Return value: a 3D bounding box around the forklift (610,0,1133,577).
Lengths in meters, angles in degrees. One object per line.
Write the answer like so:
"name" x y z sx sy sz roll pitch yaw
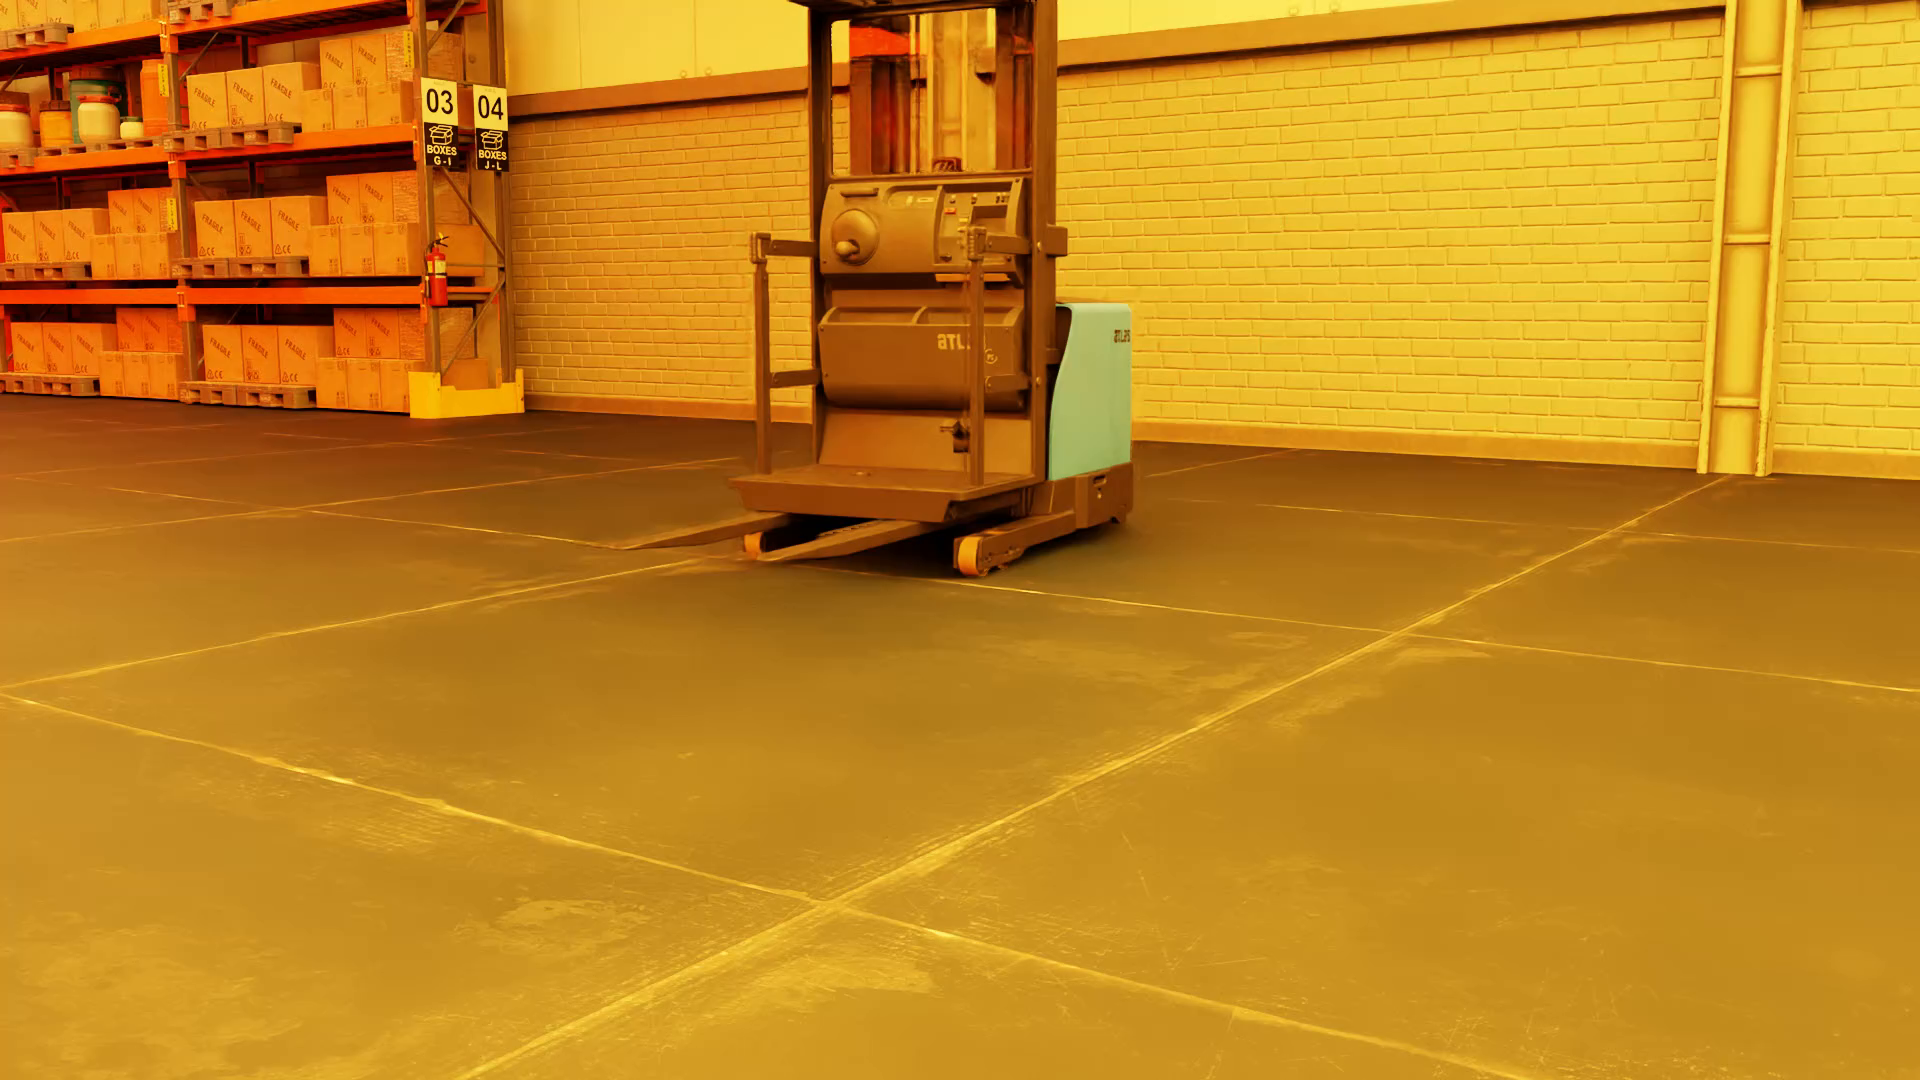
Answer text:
"forklift" -0.262 -1.373 6.848 1.130 2.935 3.031 4 9 26
